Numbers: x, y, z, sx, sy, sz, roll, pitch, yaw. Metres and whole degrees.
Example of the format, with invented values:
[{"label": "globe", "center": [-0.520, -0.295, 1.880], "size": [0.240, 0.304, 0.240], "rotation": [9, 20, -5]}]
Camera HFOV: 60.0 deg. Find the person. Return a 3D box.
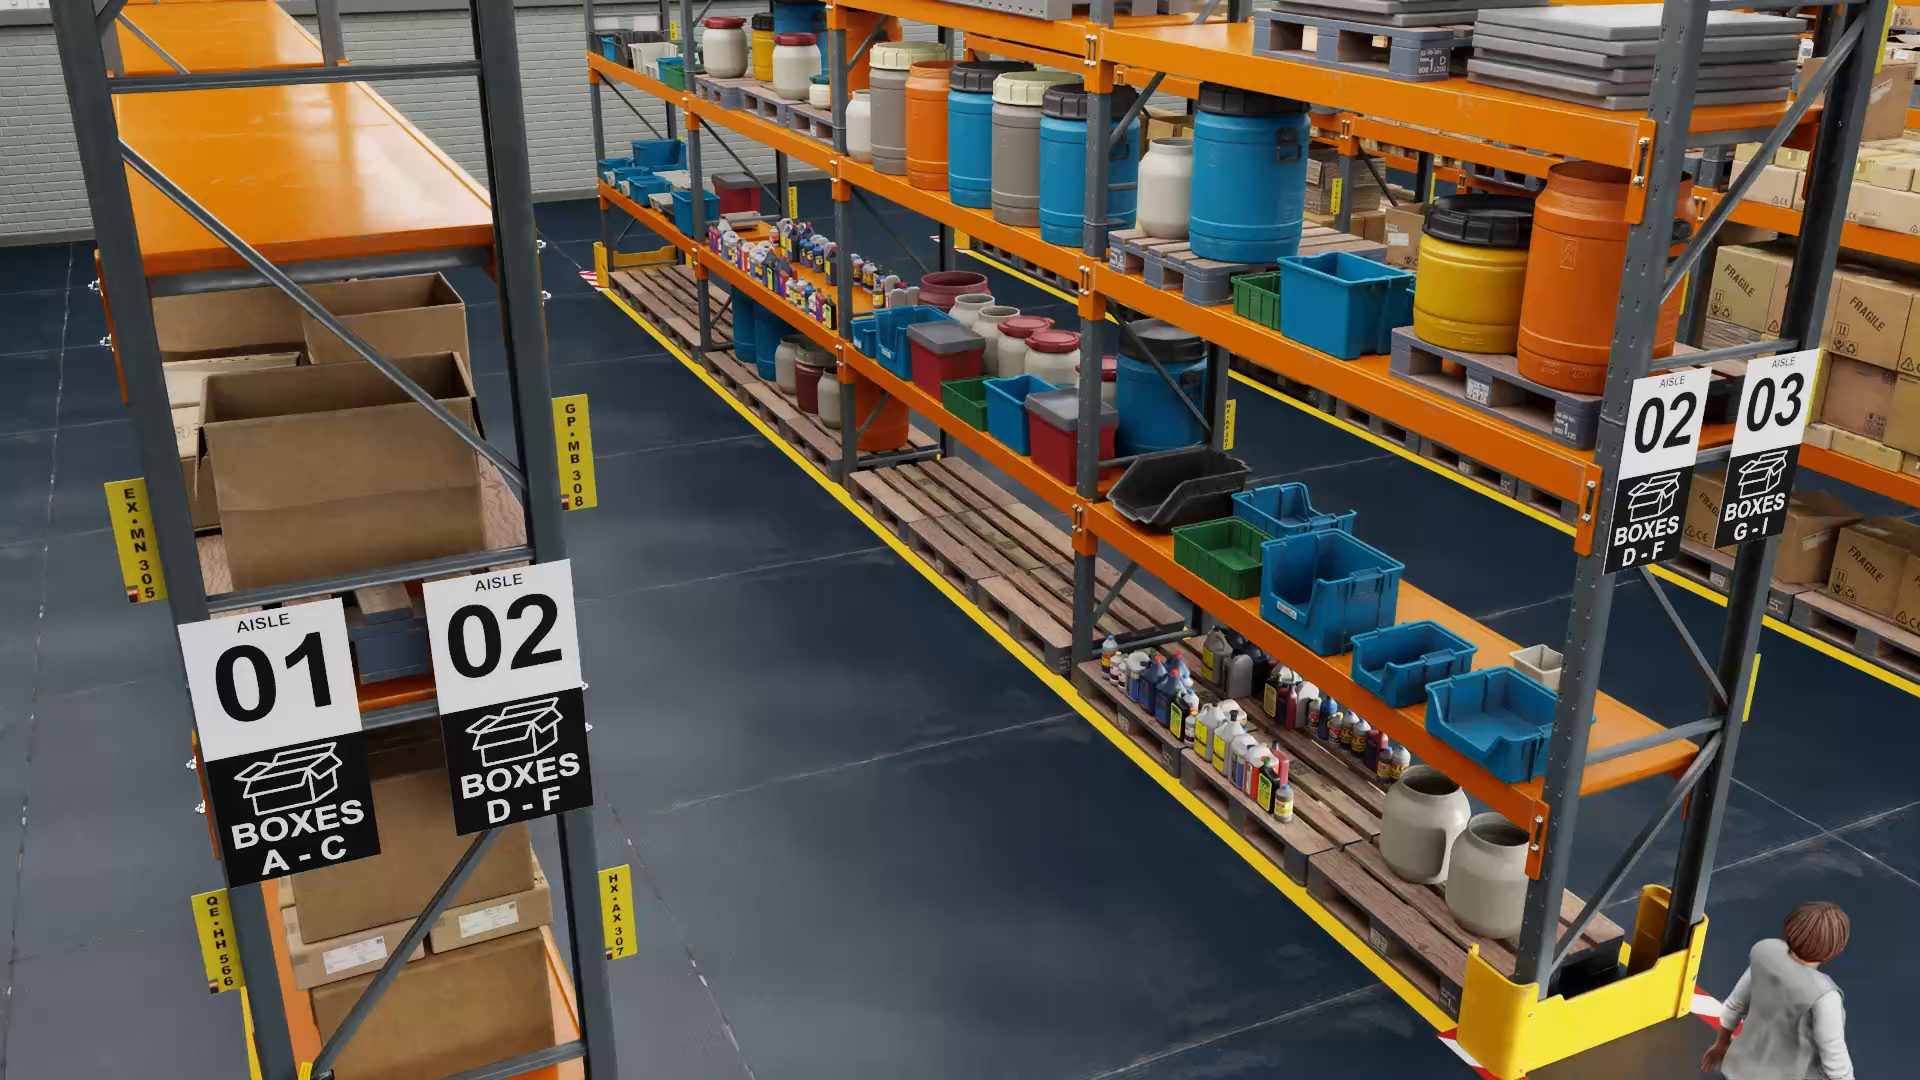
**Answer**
[{"label": "person", "center": [2.946, 2.032, 6.106], "size": [0.580, 1.650, 0.517], "rotation": [-5, 23, -12]}]
